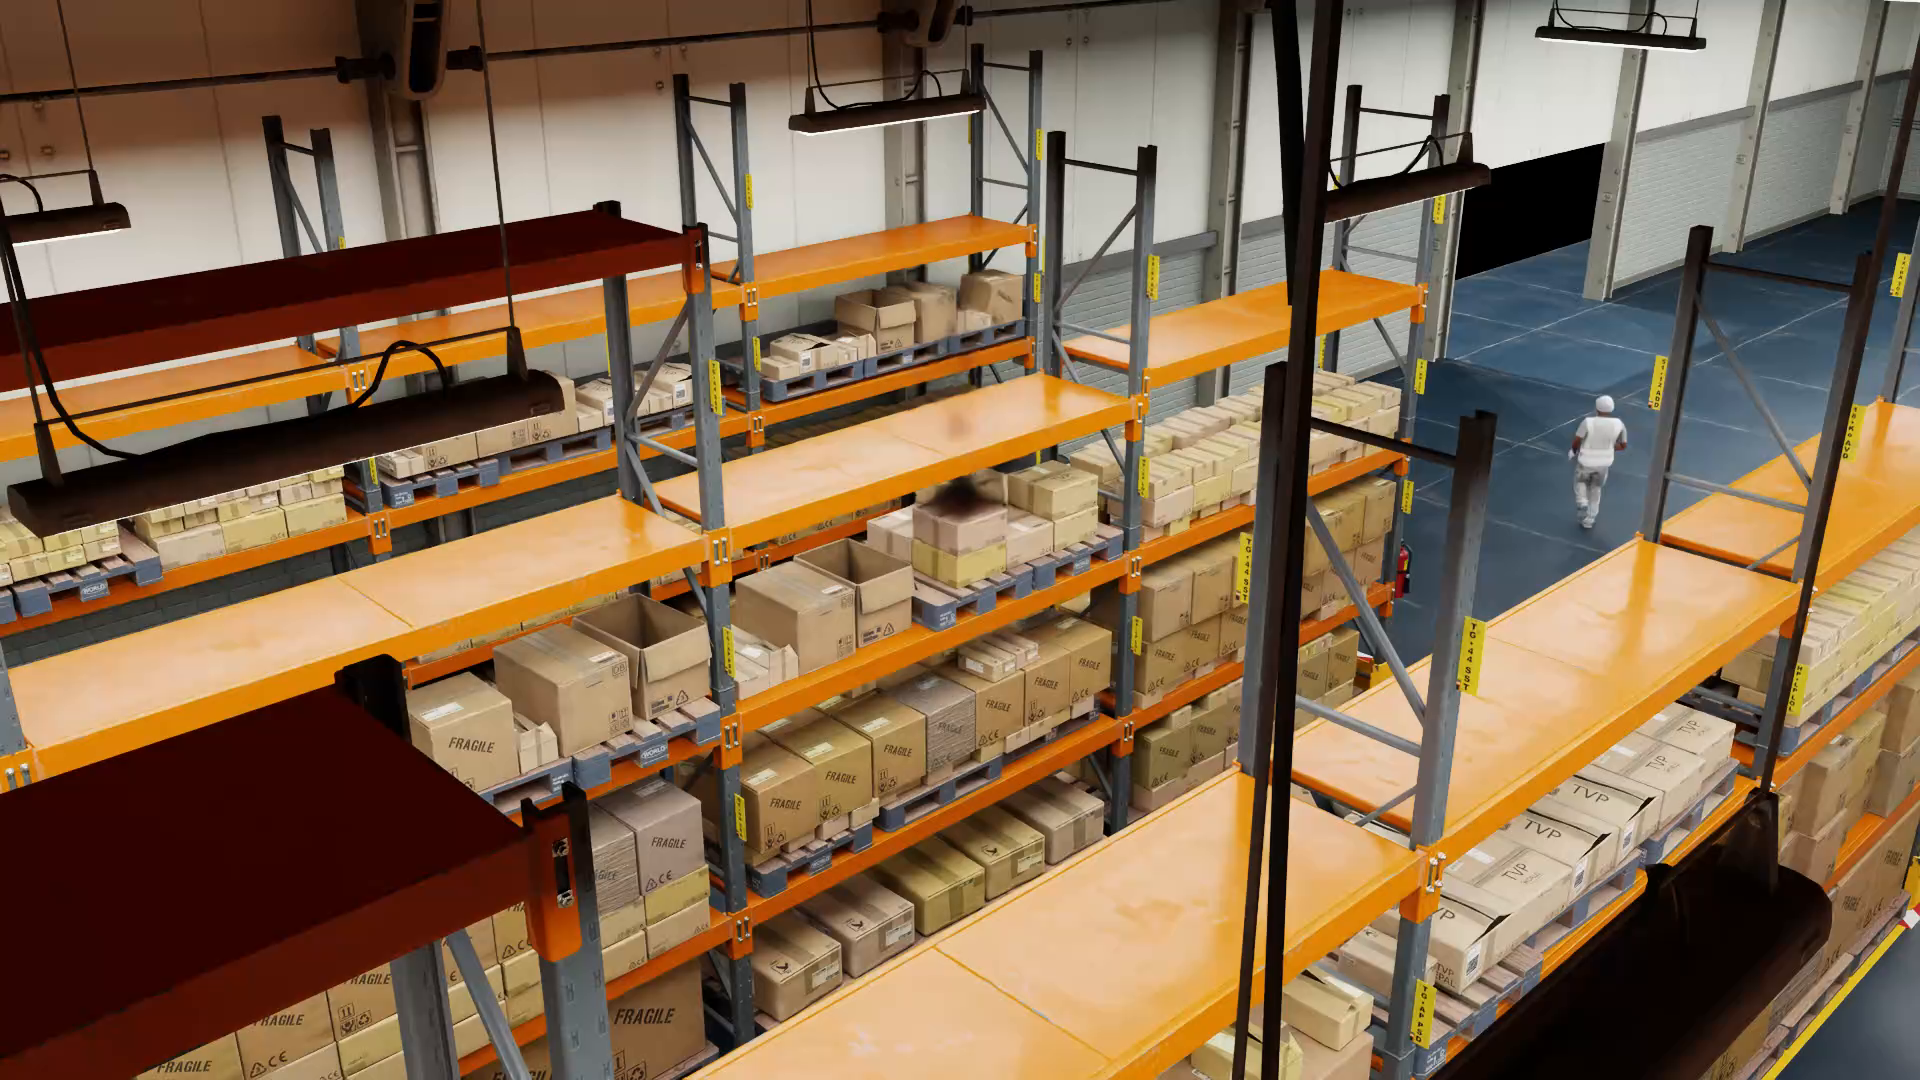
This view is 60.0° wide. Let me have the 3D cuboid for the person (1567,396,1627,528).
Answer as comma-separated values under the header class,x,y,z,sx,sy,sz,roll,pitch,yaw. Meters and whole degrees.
class,x,y,z,sx,sy,sz,roll,pitch,yaw
person,8.026,-1.016,21.050,0.683,1.736,0.541,3,23,7
